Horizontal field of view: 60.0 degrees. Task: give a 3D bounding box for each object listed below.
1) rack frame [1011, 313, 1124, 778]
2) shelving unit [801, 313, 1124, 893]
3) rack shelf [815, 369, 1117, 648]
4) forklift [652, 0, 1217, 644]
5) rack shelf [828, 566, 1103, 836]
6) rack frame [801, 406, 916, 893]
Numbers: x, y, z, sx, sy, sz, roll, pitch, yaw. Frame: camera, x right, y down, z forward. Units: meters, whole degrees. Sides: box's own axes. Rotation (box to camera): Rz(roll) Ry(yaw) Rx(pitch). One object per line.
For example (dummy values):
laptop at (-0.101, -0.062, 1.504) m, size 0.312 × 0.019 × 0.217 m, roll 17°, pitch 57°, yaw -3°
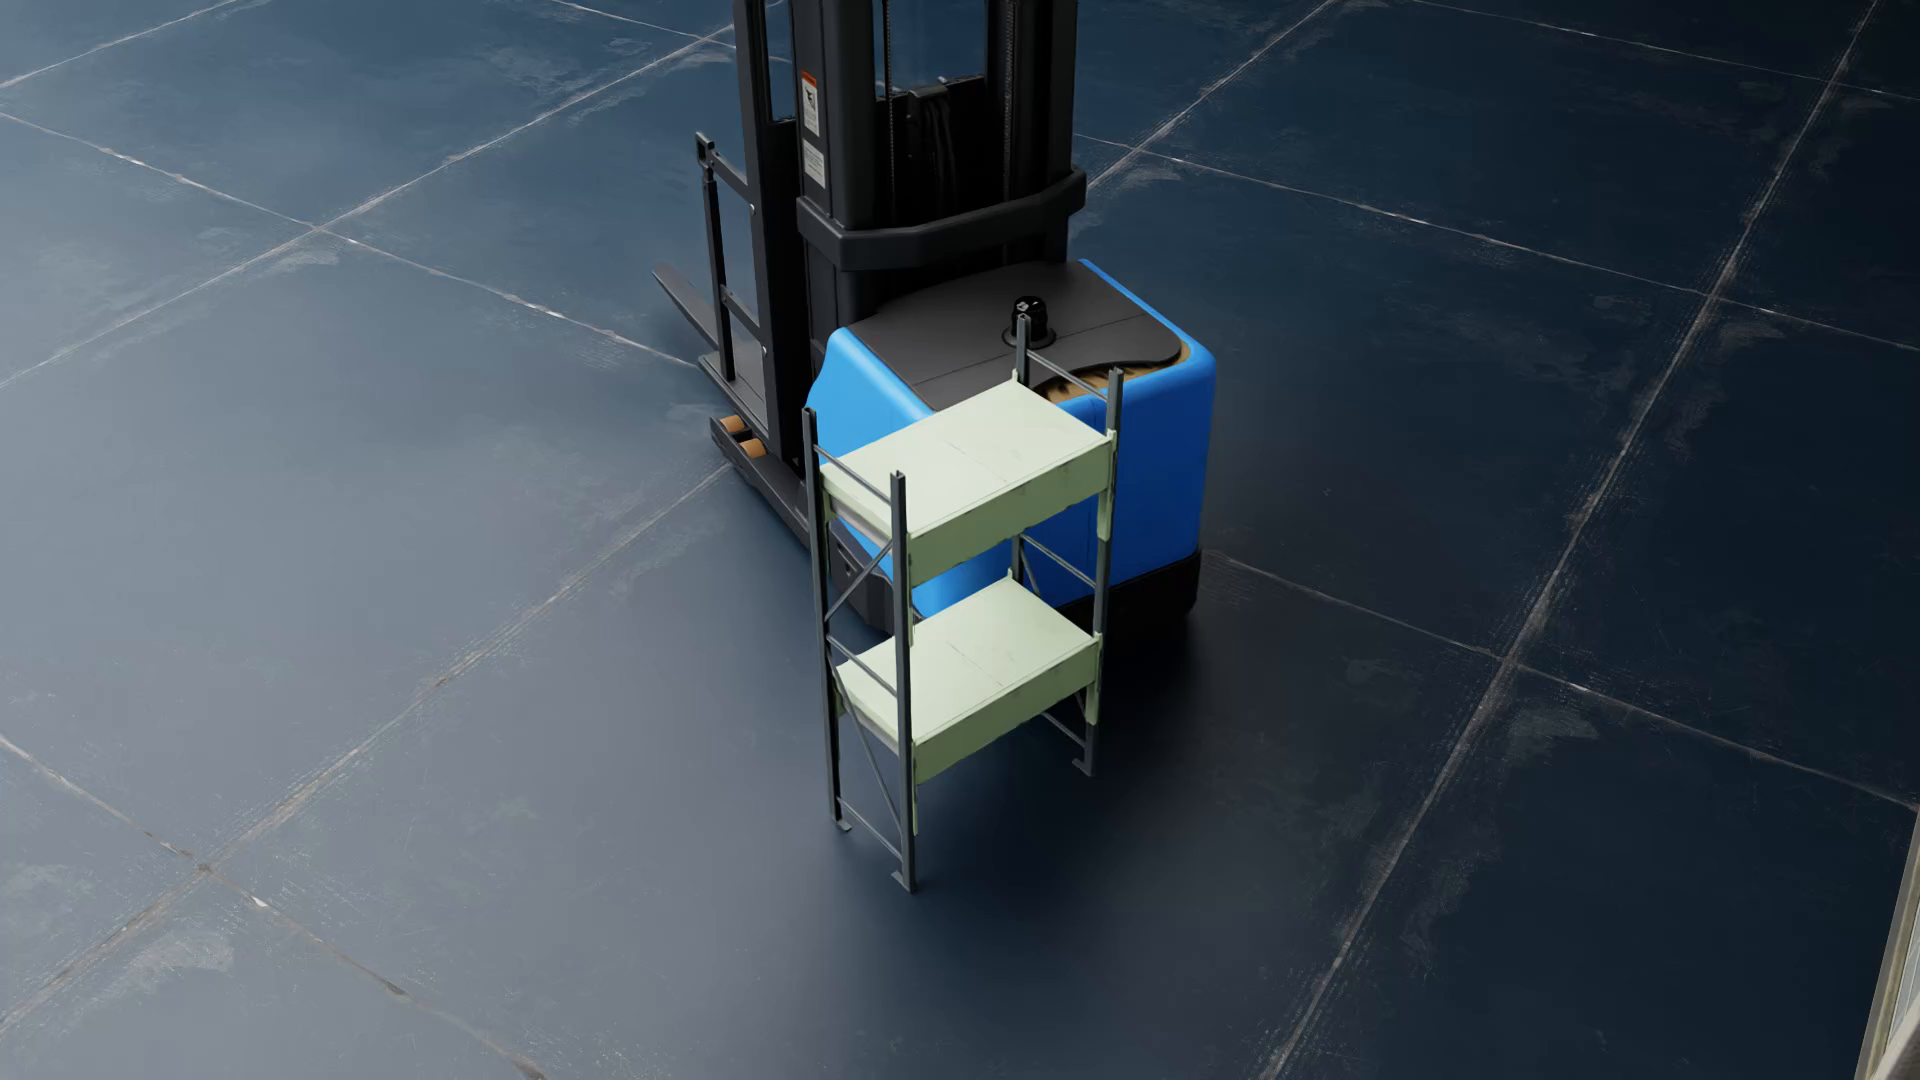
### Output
rack frame at (0.295, 0.063, 4.940) m, size 0.023 × 1.500 × 0.400 m, roll -27°, pitch 45°, yaw -31°
shelving unit at (0.014, 0.206, 4.754) m, size 0.755 × 1.500 × 0.431 m, roll -27°, pitch 45°, yaw -31°
rack shelf at (0.014, -0.103, 4.516) m, size 0.720 × 0.370 × 0.431 m, roll -27°, pitch 45°, yaw -31°
forklift at (-0.341, -1.520, 5.821) m, size 1.130 × 2.935 × 3.031 m, roll -19°, pitch 42°, yaw -23°
rack shelf at (0.014, 0.464, 4.953) m, size 0.720 × 0.370 × 0.431 m, roll -27°, pitch 45°, yaw -31°
rack frame at (-0.267, 0.349, 4.568) m, size 0.023 × 1.500 × 0.400 m, roll -27°, pitch 45°, yaw -31°
